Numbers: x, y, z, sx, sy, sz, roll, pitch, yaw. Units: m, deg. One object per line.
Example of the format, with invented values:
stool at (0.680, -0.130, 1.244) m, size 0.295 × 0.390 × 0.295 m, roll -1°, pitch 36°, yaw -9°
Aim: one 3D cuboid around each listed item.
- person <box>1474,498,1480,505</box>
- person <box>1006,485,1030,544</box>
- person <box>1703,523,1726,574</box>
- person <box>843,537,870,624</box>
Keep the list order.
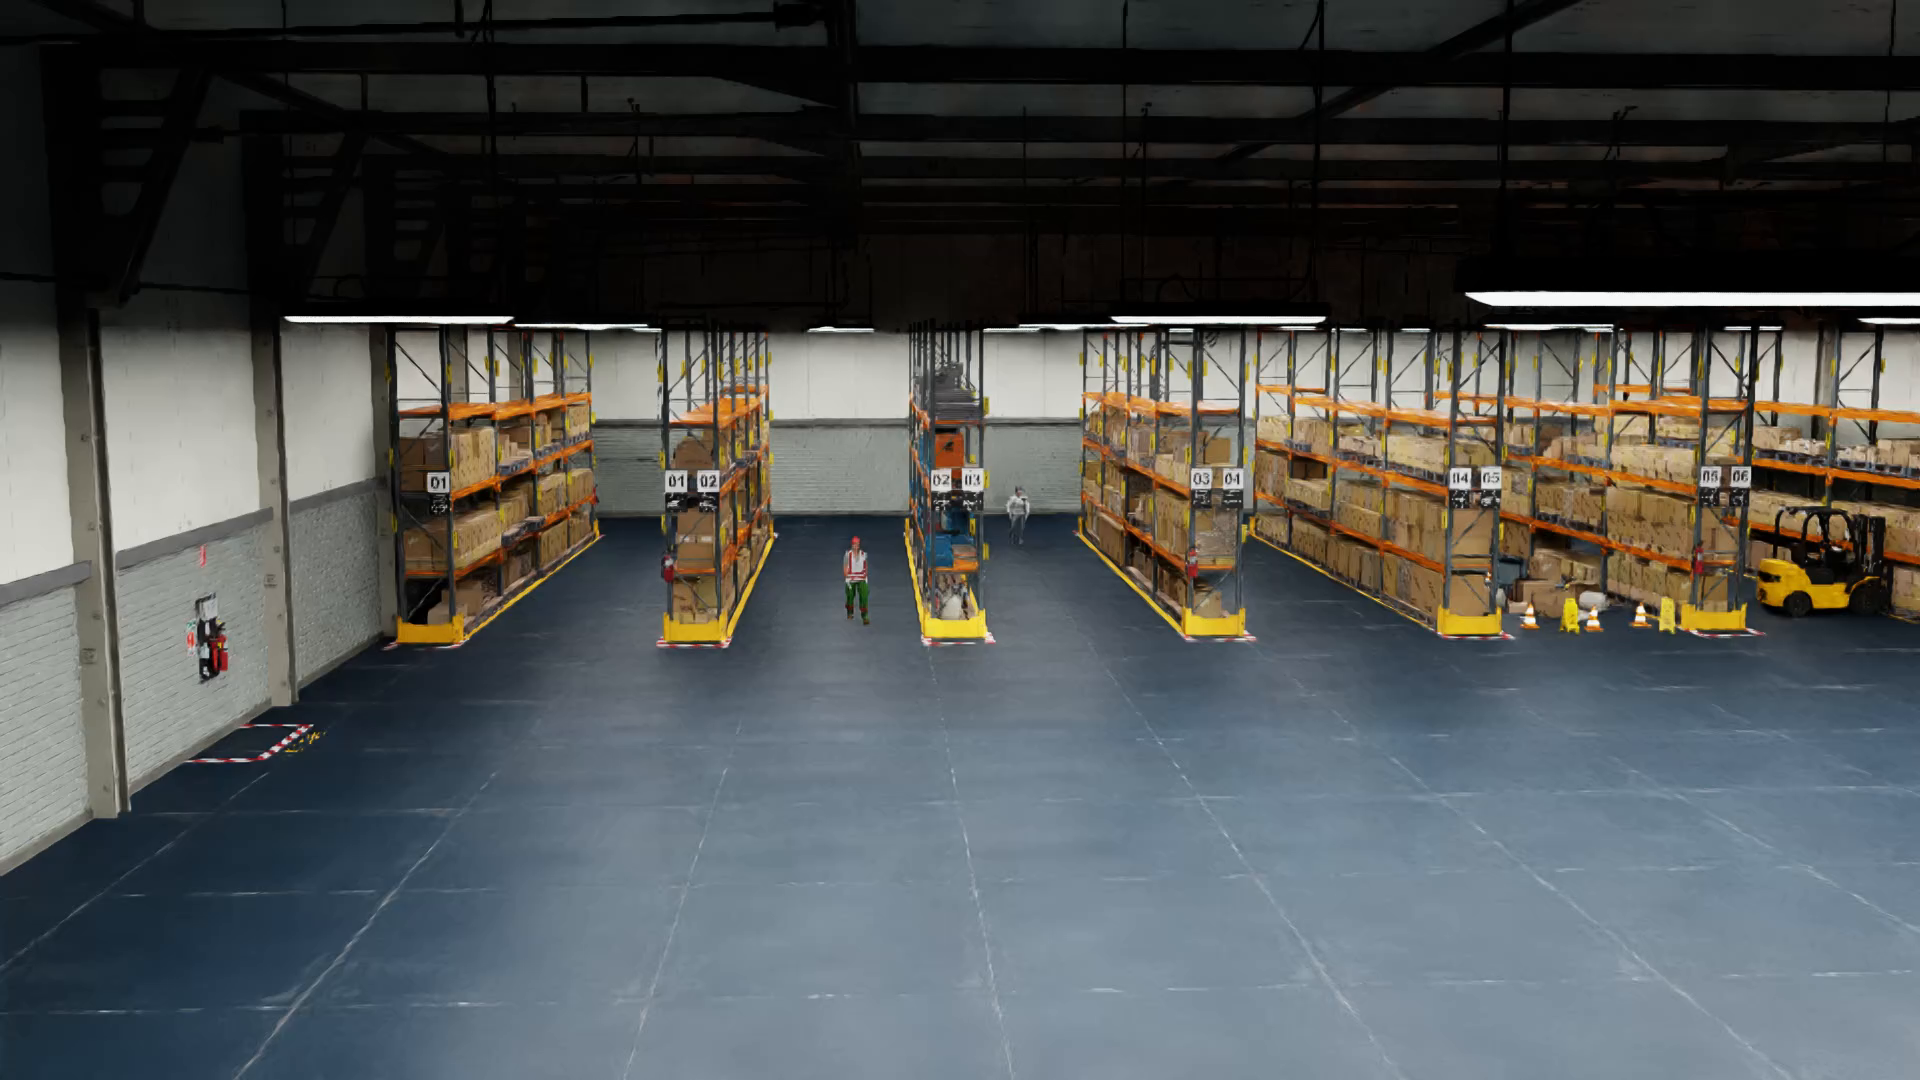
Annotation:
person at (12.829, -0.220, 41.320) m, size 0.580 × 1.663 × 0.571 m, roll 2°, pitch 7°, yaw 18°
person at (1.592, -0.705, 45.597) m, size 0.639 × 1.628 × 0.512 m, roll -1°, pitch 7°, yaw -5°
person at (16.260, 0.424, 35.796) m, size 0.475 × 1.758 × 0.593 m, roll -5°, pitch 9°, yaw -35°
person at (-2.064, 0.788, 32.960) m, size 0.526 × 1.728 × 1.031 m, roll -1°, pitch 7°, yaw -12°
